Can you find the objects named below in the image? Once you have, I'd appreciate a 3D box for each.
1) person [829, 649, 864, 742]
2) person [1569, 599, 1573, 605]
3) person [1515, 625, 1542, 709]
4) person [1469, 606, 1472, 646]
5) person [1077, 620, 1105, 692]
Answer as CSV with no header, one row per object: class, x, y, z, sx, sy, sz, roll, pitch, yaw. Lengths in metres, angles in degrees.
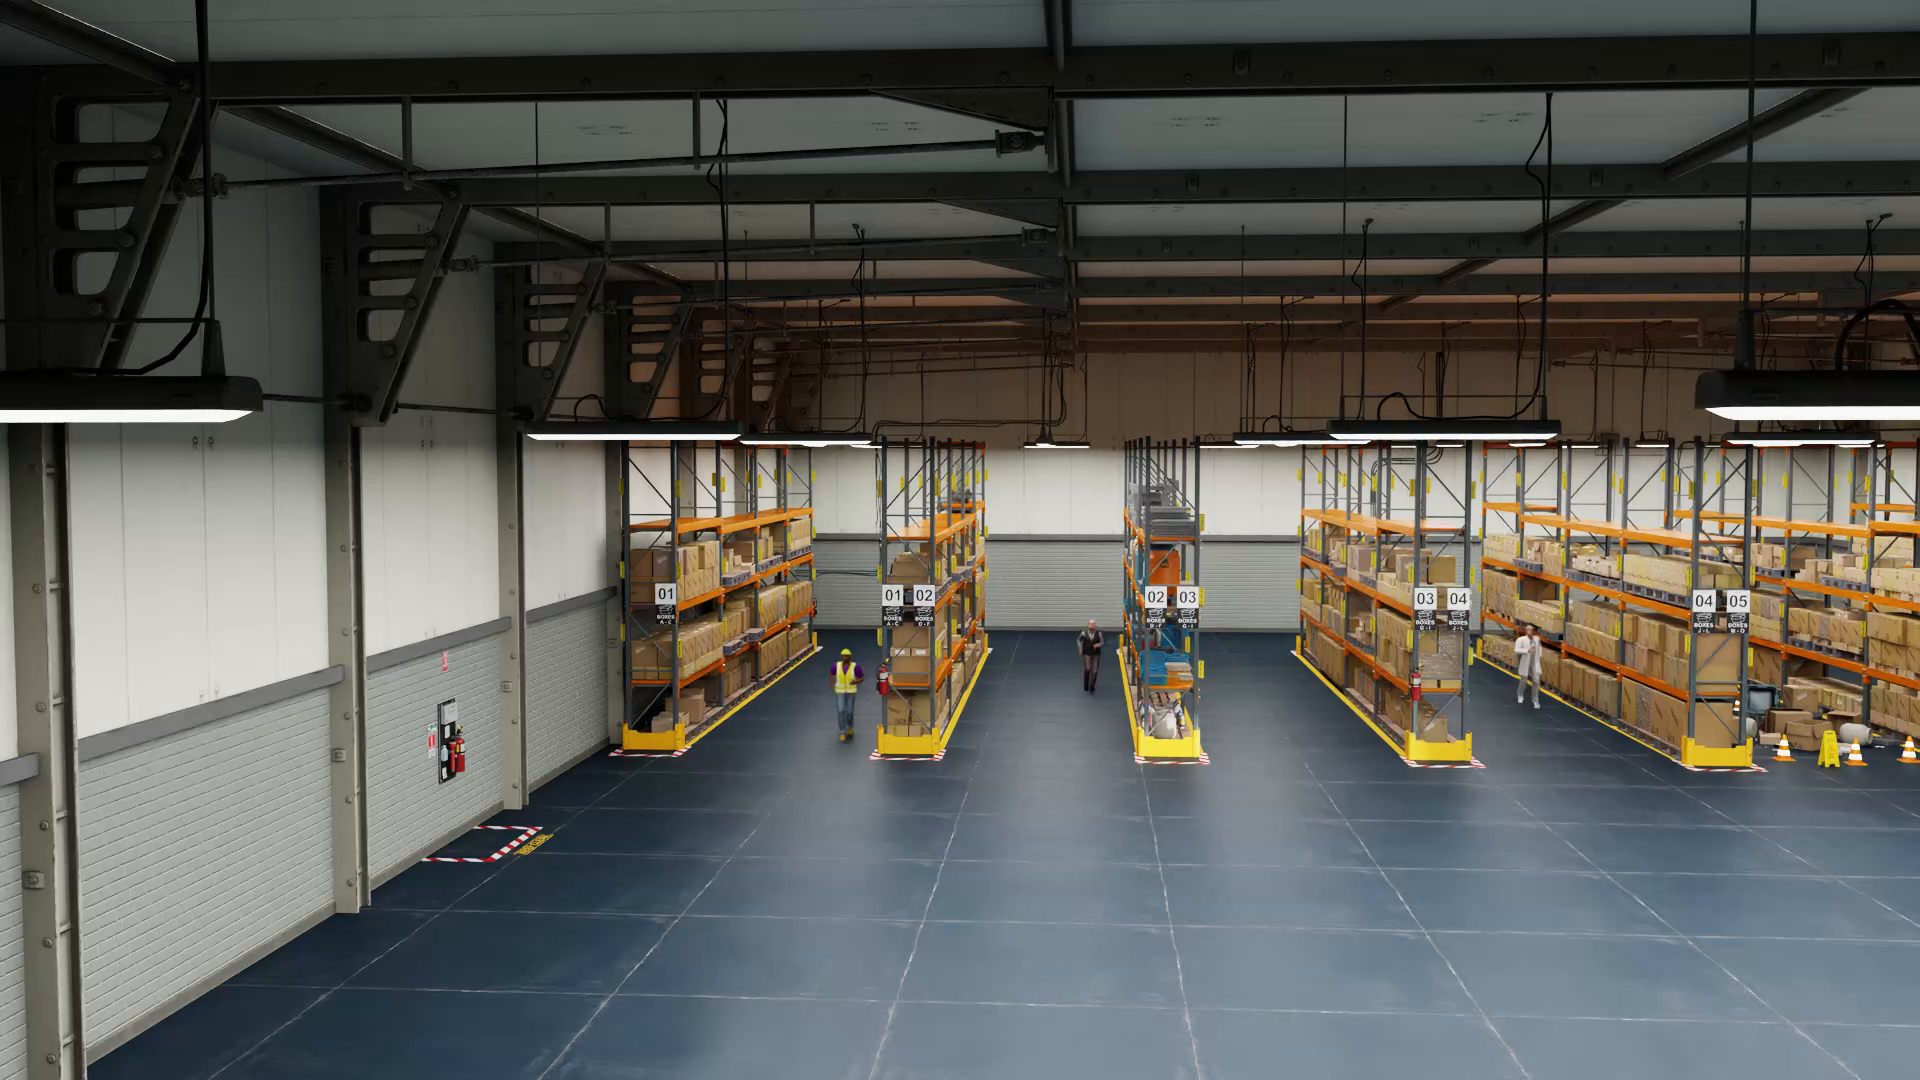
person,-2.262,3.061,33.098,0.701,1.798,0.801,0,3,-2
person,16.448,2.443,45.063,0.659,1.732,0.608,0,3,-3
person,12.755,2.827,37.328,0.705,1.847,0.897,0,3,-1
person,14.248,2.338,47.121,0.750,1.762,0.703,-1,3,-19
person,3.109,2.756,39.411,0.631,1.708,0.682,0,3,-2
